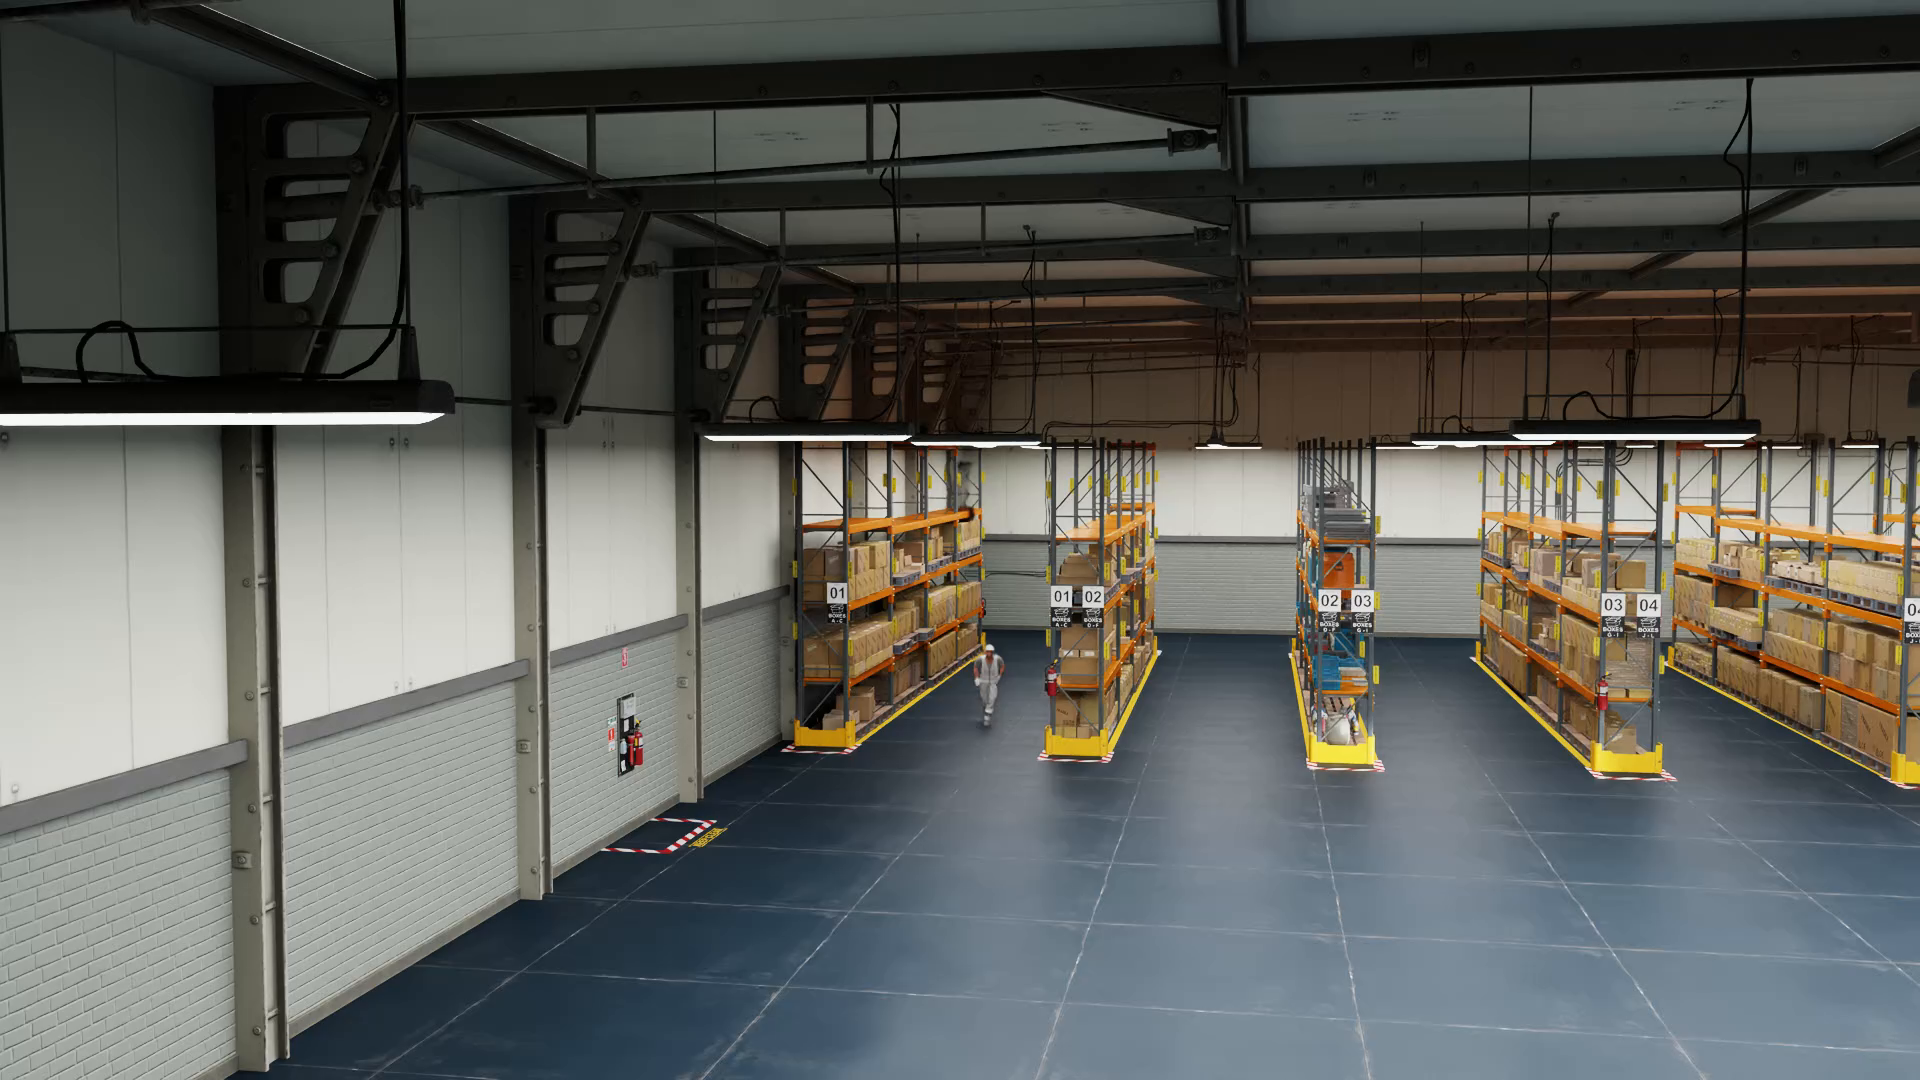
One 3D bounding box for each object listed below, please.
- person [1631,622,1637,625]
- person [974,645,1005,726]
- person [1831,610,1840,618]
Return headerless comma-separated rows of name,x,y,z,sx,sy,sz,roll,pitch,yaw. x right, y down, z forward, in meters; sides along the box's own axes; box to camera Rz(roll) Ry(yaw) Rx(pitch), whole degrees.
person,17.730,2.578,43.831,0.681,1.656,0.564,1,3,17
person,0.613,3.030,35.093,0.658,1.722,0.904,0,3,-6
person,23.799,2.462,45.104,0.724,1.771,0.677,1,3,20
